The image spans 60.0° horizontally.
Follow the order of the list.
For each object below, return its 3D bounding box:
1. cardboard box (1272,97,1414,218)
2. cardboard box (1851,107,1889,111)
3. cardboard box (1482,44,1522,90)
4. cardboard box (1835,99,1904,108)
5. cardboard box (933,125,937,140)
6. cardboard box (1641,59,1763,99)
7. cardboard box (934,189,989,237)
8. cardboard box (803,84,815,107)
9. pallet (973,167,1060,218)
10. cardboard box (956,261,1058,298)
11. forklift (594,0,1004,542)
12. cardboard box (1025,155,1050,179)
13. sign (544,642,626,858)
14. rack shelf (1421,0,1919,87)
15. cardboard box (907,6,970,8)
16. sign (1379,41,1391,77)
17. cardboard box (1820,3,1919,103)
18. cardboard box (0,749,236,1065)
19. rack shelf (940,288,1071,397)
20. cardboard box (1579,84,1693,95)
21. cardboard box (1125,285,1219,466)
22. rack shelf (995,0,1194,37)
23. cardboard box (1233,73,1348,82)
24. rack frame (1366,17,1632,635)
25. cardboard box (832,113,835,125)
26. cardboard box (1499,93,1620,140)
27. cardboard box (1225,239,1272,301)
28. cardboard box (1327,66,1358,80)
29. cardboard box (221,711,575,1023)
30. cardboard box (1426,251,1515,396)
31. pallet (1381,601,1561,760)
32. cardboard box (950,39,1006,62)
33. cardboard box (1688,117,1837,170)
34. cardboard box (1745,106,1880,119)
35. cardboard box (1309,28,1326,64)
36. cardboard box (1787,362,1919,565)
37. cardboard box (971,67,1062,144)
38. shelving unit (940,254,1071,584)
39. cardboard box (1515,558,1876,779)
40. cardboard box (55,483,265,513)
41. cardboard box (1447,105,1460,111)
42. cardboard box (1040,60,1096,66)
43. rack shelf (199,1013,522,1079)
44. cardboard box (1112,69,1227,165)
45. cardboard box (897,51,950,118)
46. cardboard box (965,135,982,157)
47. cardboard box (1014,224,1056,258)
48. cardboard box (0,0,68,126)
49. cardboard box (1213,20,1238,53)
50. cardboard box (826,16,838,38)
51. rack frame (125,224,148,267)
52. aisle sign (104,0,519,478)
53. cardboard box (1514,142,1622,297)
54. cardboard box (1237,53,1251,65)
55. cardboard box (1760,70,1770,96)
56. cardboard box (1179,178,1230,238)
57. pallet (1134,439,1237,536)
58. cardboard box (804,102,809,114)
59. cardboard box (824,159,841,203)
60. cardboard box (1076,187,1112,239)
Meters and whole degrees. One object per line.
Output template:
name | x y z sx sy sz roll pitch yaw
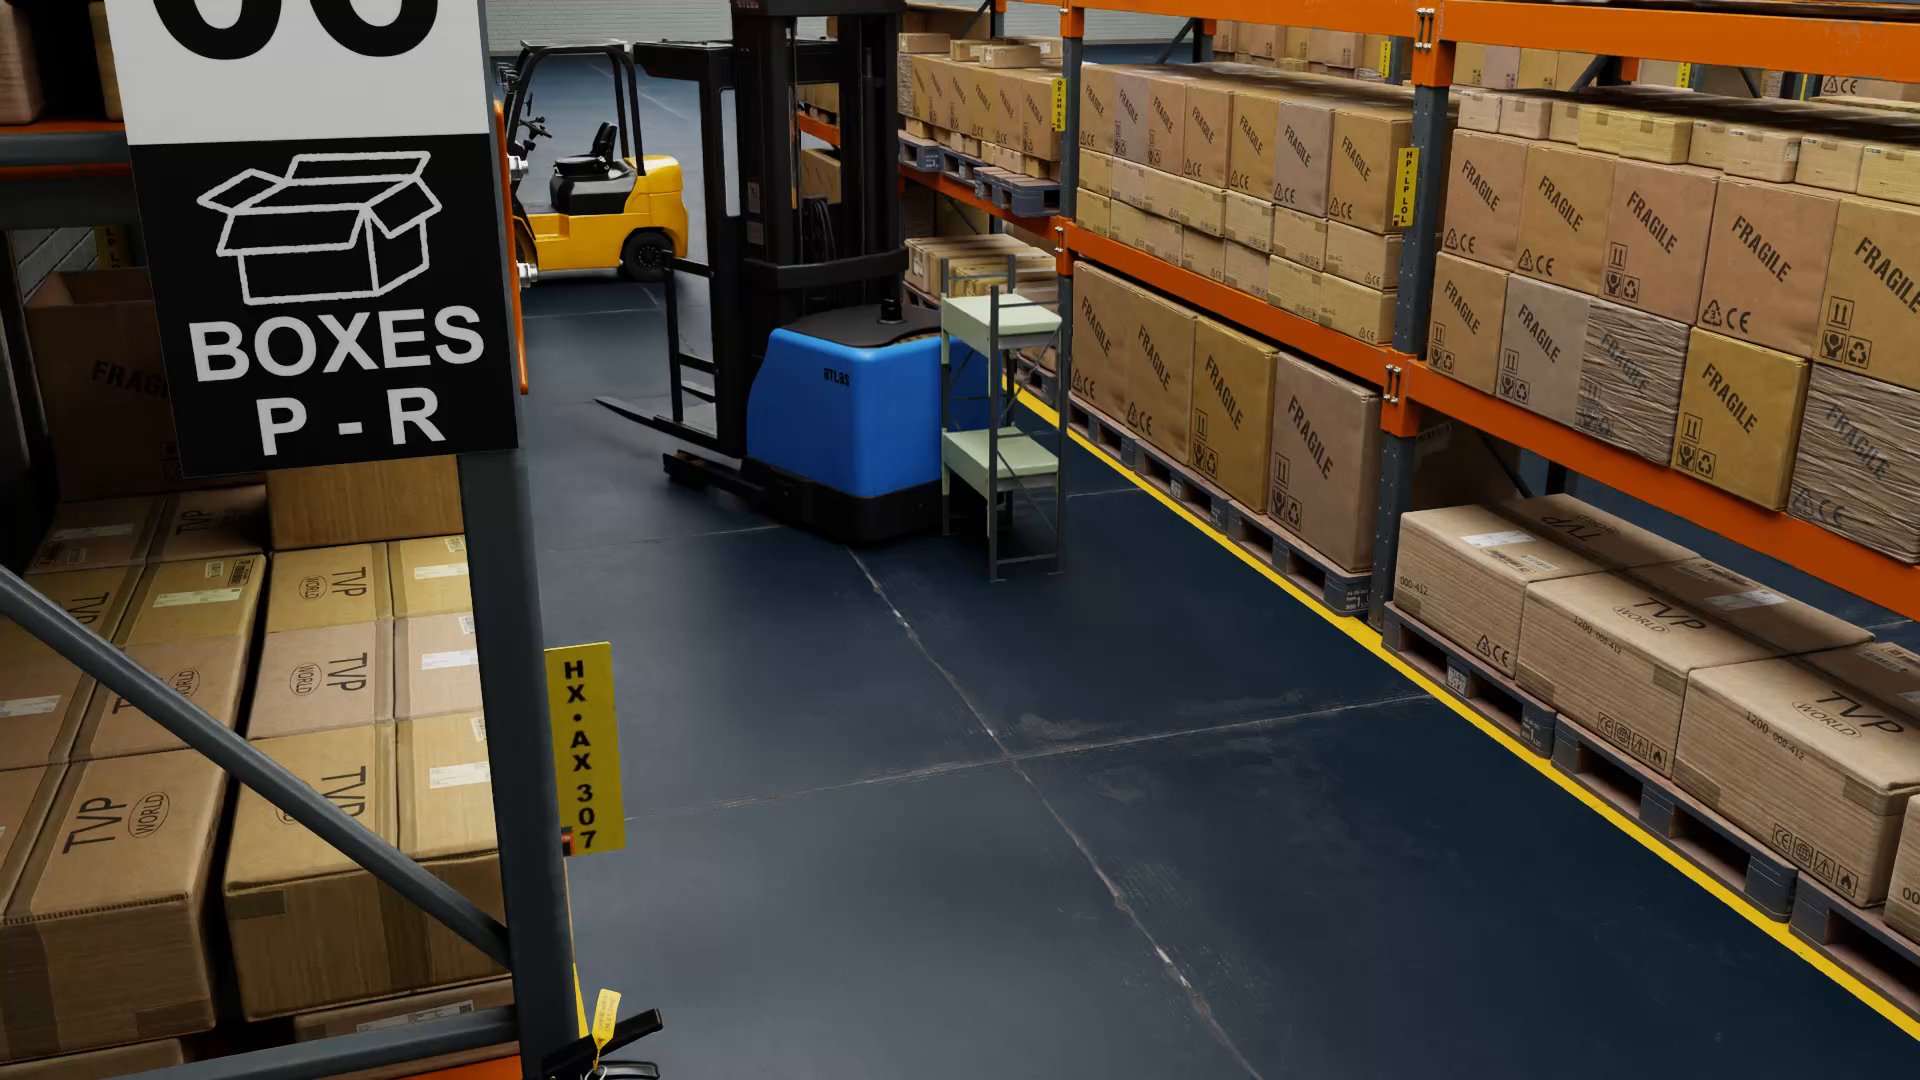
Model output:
cardboard box | 1.854 -1.846 7.991 0.500 0.500 0.500 -6 21 -16
cardboard box | 6.017 -2.829 11.224 0.380 0.149 0.250 -7 21 -19
cardboard box | 5.039 -4.204 14.556 0.700 0.500 0.500 -6 21 -17
cardboard box | 6.479 -3.058 11.864 0.380 0.149 0.250 -7 21 -18
cardboard box | -0.006 -3.318 13.467 0.380 0.149 0.250 -5 20 -14
cardboard box | 5.681 -3.551 12.738 0.700 0.500 0.500 -7 21 -17
cardboard box | -0.041 -3.088 15.413 0.500 0.500 0.500 -5 20 -15
cardboard box | -1.318 -4.737 17.079 0.500 0.500 0.500 -6 21 -16
pallet | 0.820 -2.457 11.603 1.213 0.211 1.003 -6 21 -17
cardboard box | 0.505 -1.953 13.183 0.950 0.372 0.625 -6 21 -15
forklift | -1.117 -1.789 9.560 1.130 2.935 3.031 -17 26 -39
cardboard box | 0.666 -2.568 11.379 0.380 0.149 0.250 -6 21 -16
sign | -0.536 0.301 2.361 0.100 0.325 0.005 -6 21 -17
rack shelf | 3.031 -1.478 5.220 1.077 0.370 4.000 -6 21 -17
cardboard box | -0.316 -4.766 15.680 0.700 0.500 0.500 -7 21 -18
sign | 4.029 -4.557 15.769 0.100 0.325 0.005 -6 21 -17
cardboard box | 9.413 -4.877 16.547 1.000 1.000 1.000 -6 21 -17
cardboard box | -1.448 0.577 2.654 0.500 0.250 0.500 -6 21 -16
rack shelf | 0.216 -0.998 8.321 0.431 0.370 0.720 -7 21 -18
cardboard box | 2.802 -1.804 6.915 0.380 0.149 0.250 -7 21 -18
cardboard box | 1.560 -1.010 9.814 0.875 0.875 0.875 -6 21 -17
rack shelf | 0.517 -4.045 12.367 1.077 0.370 4.000 -6 21 -17
cardboard box | 1.875 -2.385 9.493 0.500 0.500 0.500 -6 21 -17
rack frame | 2.403 -1.046 7.392 1.000 3.000 0.127 -6 21 -17
cardboard box | -1.070 -4.230 16.629 0.380 0.149 0.250 -6 21 -15
cardboard box | 2.351 -1.660 6.513 0.380 0.149 0.250 -6 21 -16
cardboard box | 1.723 -1.420 8.655 0.500 0.250 0.500 -7 21 -19
cardboard box | 4.234 -4.534 16.879 0.875 0.550 0.550 -6 21 -17
cardboard box | -0.938 0.522 2.807 0.500 0.250 0.500 -6 21 -17
cardboard box | 2.302 -0.915 6.878 0.500 0.500 0.500 -6 21 -15
pallet | 2.567 0.518 7.161 1.003 0.211 1.213 -6 21 -17
cardboard box | 0.139 -3.777 12.827 0.380 0.149 0.250 -5 20 -14
cardboard box | 2.705 -1.336 5.611 0.380 0.149 0.250 -6 21 -17
cardboard box | 3.060 -1.471 5.988 0.380 0.149 0.250 -7 21 -18
cardboard box | 4.150 -5.225 17.206 0.875 0.550 0.550 -6 21 -17
cardboard box | 2.943 -0.263 5.063 0.500 0.500 0.500 -6 21 -16
cardboard box | 0.406 -3.157 12.061 0.500 0.500 0.500 -8 21 -21
shelving unit | 0.216 -0.630 8.453 0.431 1.500 0.755 -7 21 -18
cardboard box | 2.780 0.462 6.362 0.875 0.438 0.875 -7 21 -19
cardboard box | -2.084 -0.073 4.465 0.500 0.250 0.500 -6 21 -16
cardboard box | 2.537 -1.736 7.684 0.500 0.500 0.500 -6 21 -17
cardboard box | 0.730 -3.381 12.683 0.500 0.500 0.500 -7 21 -19
rack shelf | -1.680 0.463 4.255 1.077 0.370 4.000 -6 21 -17
cardboard box | 1.233 -2.505 9.826 0.500 0.500 0.500 -6 21 -17
cardboard box | -0.237 -3.817 13.898 0.500 0.500 0.500 -6 21 -16
cardboard box | 0.257 -2.978 12.521 0.380 0.149 0.250 -7 21 -19
cardboard box | 0.843 -2.927 16.321 0.500 0.500 0.500 8 21 20
cardboard box | -1.371 -0.606 2.099 0.380 0.149 0.250 -6 21 -16
cardboard box | 3.378 -5.911 19.117 0.875 0.550 0.550 -6 21 -17
cardboard box | -1.001 -5.414 17.485 0.700 0.500 0.500 -7 21 -19
rack frame | -2.308 -0.518 5.920 1.000 3.000 0.127 -6 21 -17
aisle sign | -0.751 -0.467 1.933 0.394 0.787 0.004 -6 21 -17
cardboard box | 2.475 -1.223 6.256 0.500 0.500 0.500 -7 21 -18
cardboard box | 3.652 -5.238 18.839 0.875 0.550 0.550 -6 21 -17
cardboard box | 9.090 -5.169 18.281 0.875 0.500 0.500 -6 21 -17
cardboard box | 1.524 -1.814 9.013 0.500 0.250 0.500 -6 21 -16
pallet | 1.701 -0.366 9.622 1.003 0.211 1.213 -6 21 -17
cardboard box | -1.459 -4.648 17.791 0.380 0.149 0.250 -6 21 -17
cardboard box | -1.052 -3.529 16.640 0.500 0.500 0.500 -6 21 -16
cardboard box | 1.060 -2.075 10.479 0.500 0.250 0.500 -7 21 -18
